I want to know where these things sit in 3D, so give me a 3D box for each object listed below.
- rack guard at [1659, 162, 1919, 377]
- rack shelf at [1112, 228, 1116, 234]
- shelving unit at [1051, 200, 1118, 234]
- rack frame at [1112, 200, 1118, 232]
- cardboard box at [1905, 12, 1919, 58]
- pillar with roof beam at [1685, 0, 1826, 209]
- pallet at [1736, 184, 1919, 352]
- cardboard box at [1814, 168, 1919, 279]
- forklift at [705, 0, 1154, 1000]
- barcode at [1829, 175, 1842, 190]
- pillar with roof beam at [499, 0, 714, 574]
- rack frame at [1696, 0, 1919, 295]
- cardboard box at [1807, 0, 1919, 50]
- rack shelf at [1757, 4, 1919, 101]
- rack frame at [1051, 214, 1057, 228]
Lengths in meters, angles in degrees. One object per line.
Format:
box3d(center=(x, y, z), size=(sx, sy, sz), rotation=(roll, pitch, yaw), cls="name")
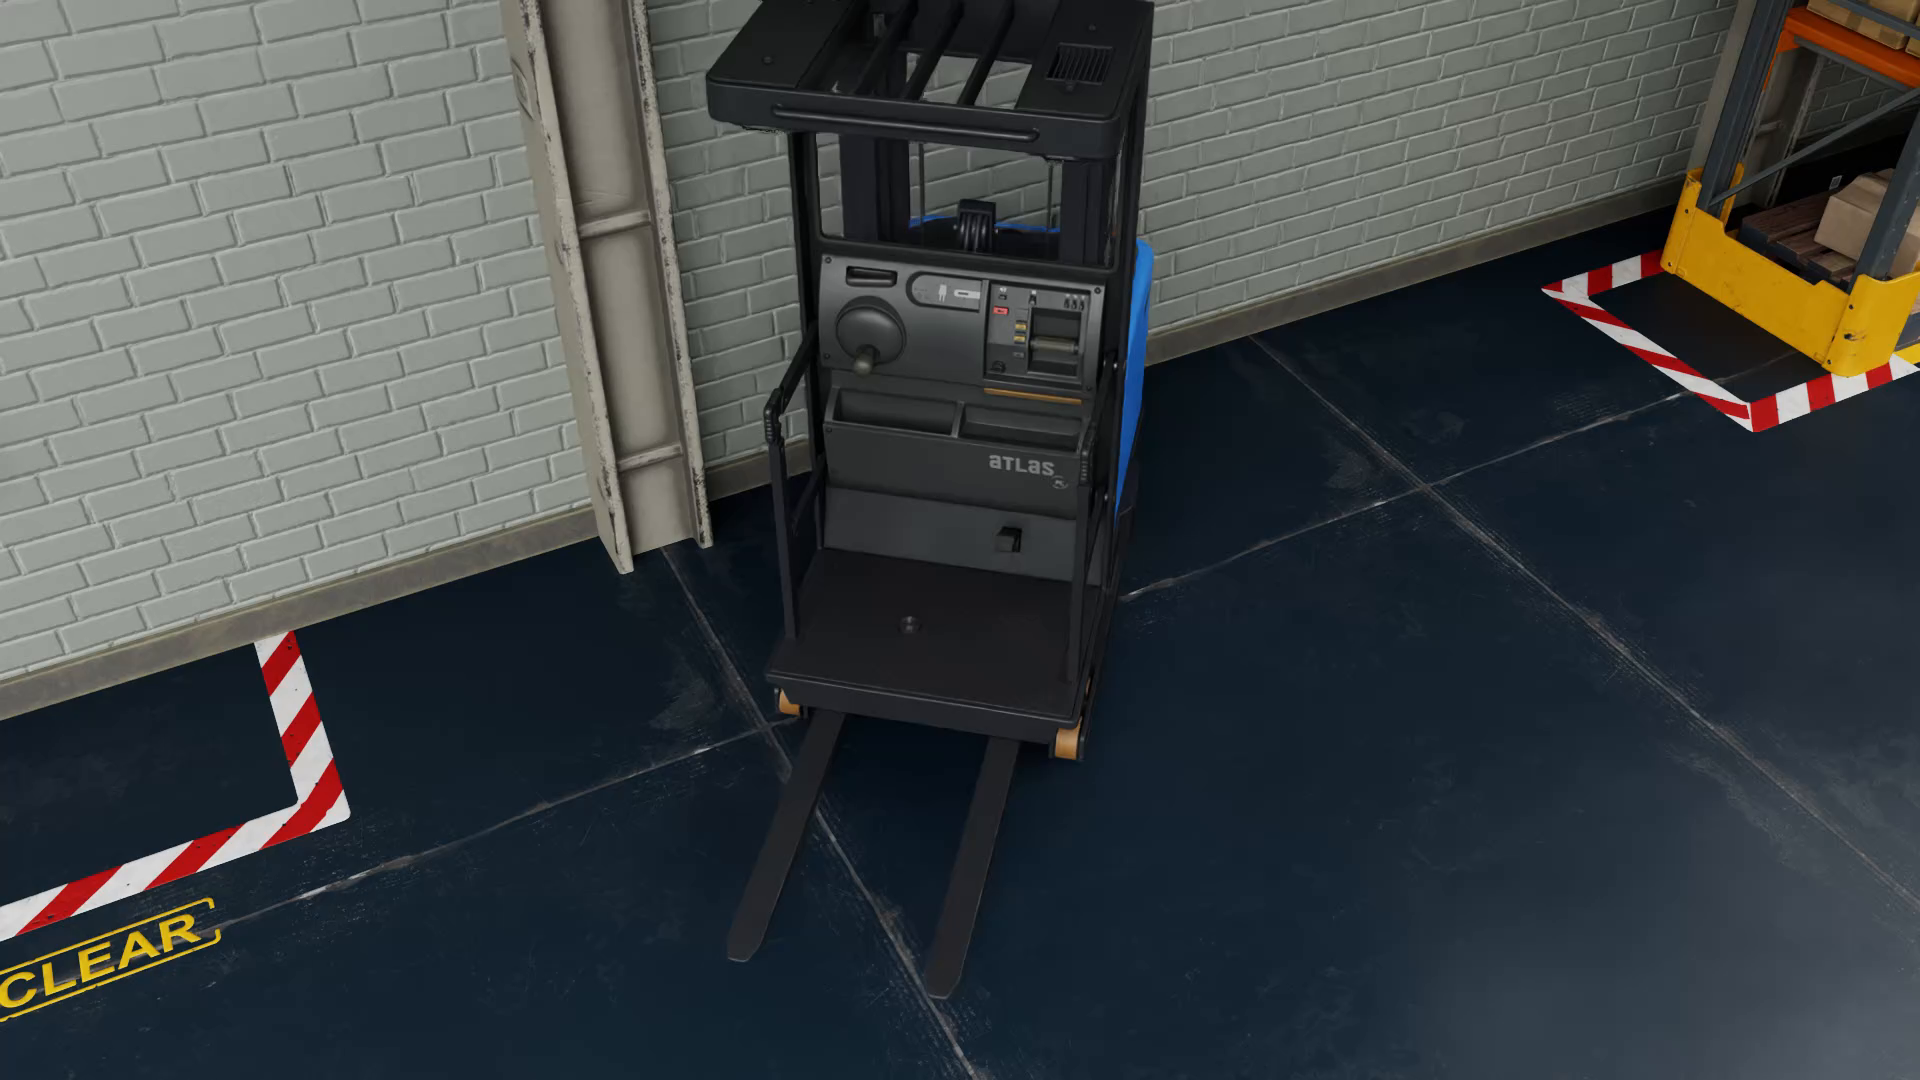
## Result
box3d(center=(3.929, -1.309, 7.910), size=(0.348, 0.500, 1.175), rotation=(-19, 44, -21), cls="rack guard")
box3d(center=(0.492, -1.146, 6.854), size=(0.215, 0.259, 0.240), rotation=(19, 42, 16), cls="rack shelf")
box3d(center=(0.472, -0.939, 7.031), size=(0.215, 1.050, 0.252), rotation=(19, 42, 16), cls="shelving unit")
box3d(center=(0.522, -1.008, 7.118), size=(0.200, 1.050, 0.008), rotation=(19, 42, 16), cls="rack frame")
box3d(center=(4.441, -2.155, 7.075), size=(0.500, 0.250, 0.500), rotation=(-20, 44, -22), cls="cardboard box")
box3d(center=(6.072, -2.768, 3.055), size=(0.400, 9.000, 9.100), rotation=(-19, 44, -21), cls="pillar with roof beam")
box3d(center=(4.666, -1.421, 8.266), size=(1.213, 0.211, 1.003), rotation=(-19, 44, -21), cls="pallet")
box3d(center=(4.517, -1.537, 7.985), size=(0.500, 0.311, 0.500), rotation=(-24, 46, -25), cls="cardboard box")
box3d(center=(-0.044, -0.616, 5.210), size=(1.130, 2.935, 3.031), rotation=(8, 41, 9), cls="forklift")
box3d(center=(4.348, -1.775, 8.259), size=(0.075, 0.075, 0.001), rotation=(-19, 44, -21), cls="barcode")
box3d(center=(0.750, -0.978, 0.940), size=(0.400, 9.000, 9.100), rotation=(-19, 44, -21), cls="pillar with roof beam")
box3d(center=(3.862, -2.241, 7.076), size=(0.127, 3.000, 1.000), rotation=(-19, 44, -21), cls="rack frame")
box3d(center=(4.187, -2.442, 7.414), size=(0.500, 0.250, 0.500), rotation=(-18, 43, -20), cls="cardboard box")
box3d(center=(5.636, -2.563, 8.013), size=(4.000, 0.370, 1.077), rotation=(-19, 44, -21), cls="rack shelf")
box3d(center=(0.422, -0.869, 6.944), size=(0.200, 1.050, 0.008), rotation=(19, 42, 16), cls="rack frame")
